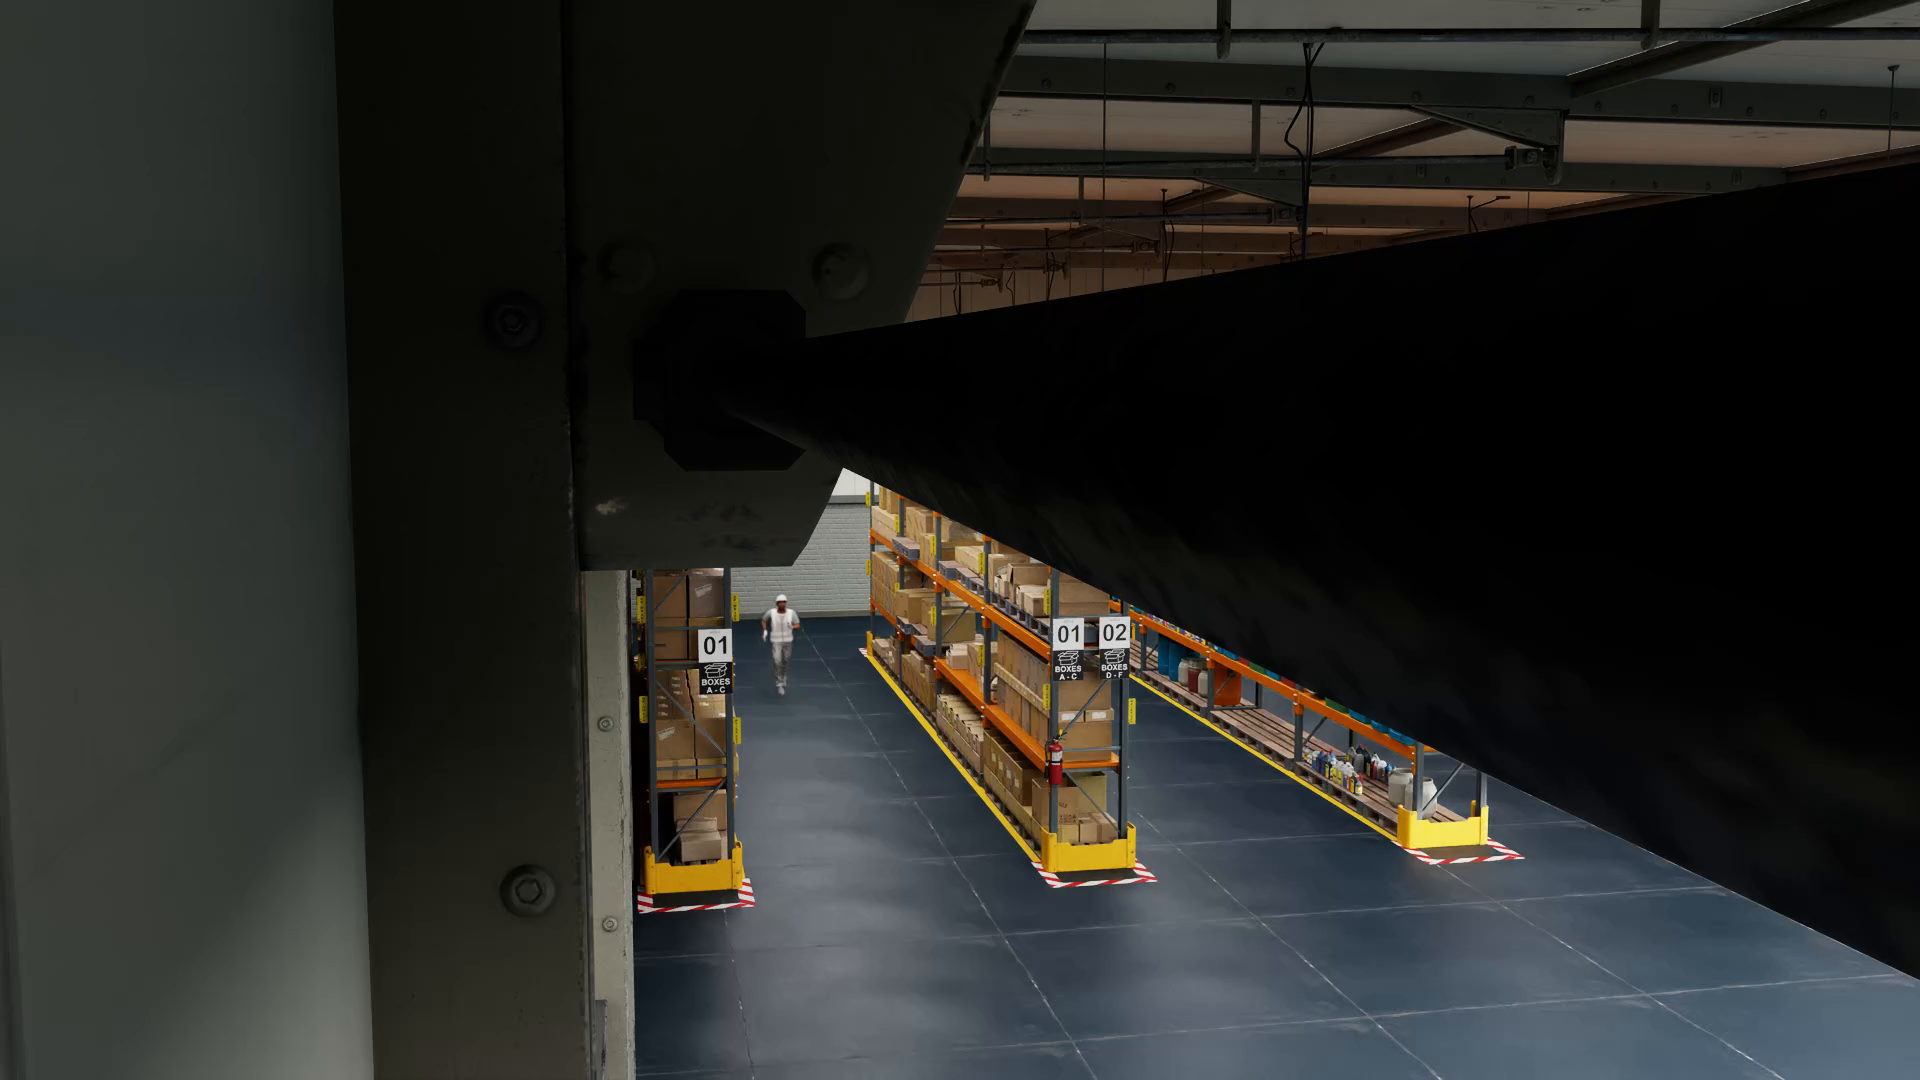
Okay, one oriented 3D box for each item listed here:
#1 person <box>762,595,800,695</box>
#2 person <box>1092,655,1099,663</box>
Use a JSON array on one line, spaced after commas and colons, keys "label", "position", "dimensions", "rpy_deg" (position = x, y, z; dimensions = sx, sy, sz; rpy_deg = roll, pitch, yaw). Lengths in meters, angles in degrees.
[{"label": "person", "position": [-3.325, 1.926, 31.084], "dimensions": [0.678, 1.813, 0.871], "rpy_deg": [-2, 6, -17]}, {"label": "person", "position": [2.471, 1.994, 32.906], "dimensions": [0.546, 1.493, 1.124], "rpy_deg": [-1, 6, -10]}]
